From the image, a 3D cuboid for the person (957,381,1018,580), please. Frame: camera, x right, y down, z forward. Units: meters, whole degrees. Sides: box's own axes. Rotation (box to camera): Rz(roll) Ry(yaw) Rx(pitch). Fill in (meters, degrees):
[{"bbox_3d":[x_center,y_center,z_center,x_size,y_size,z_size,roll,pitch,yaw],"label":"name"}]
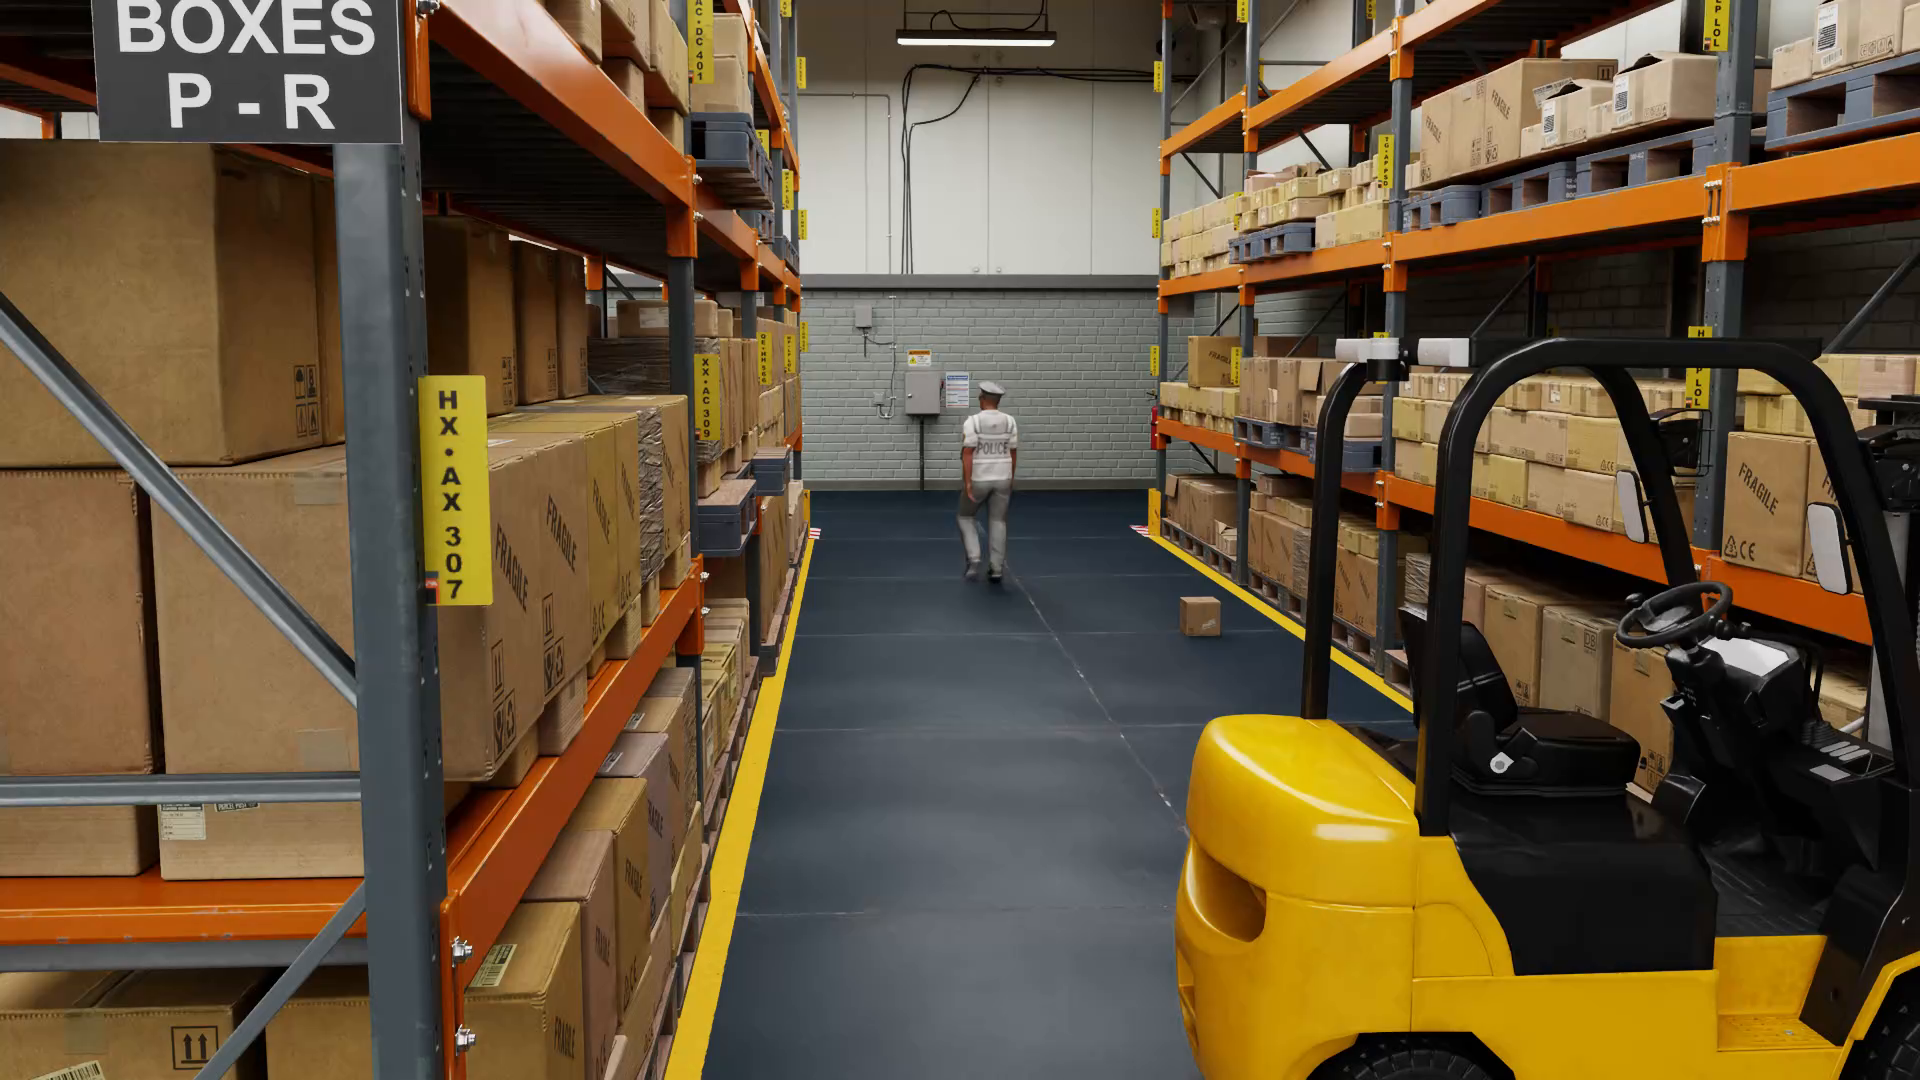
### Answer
[{"bbox_3d":[0.244,-0.515,14.990,0.535,1.824,0.477,-2,7,-15],"label":"person"}]
